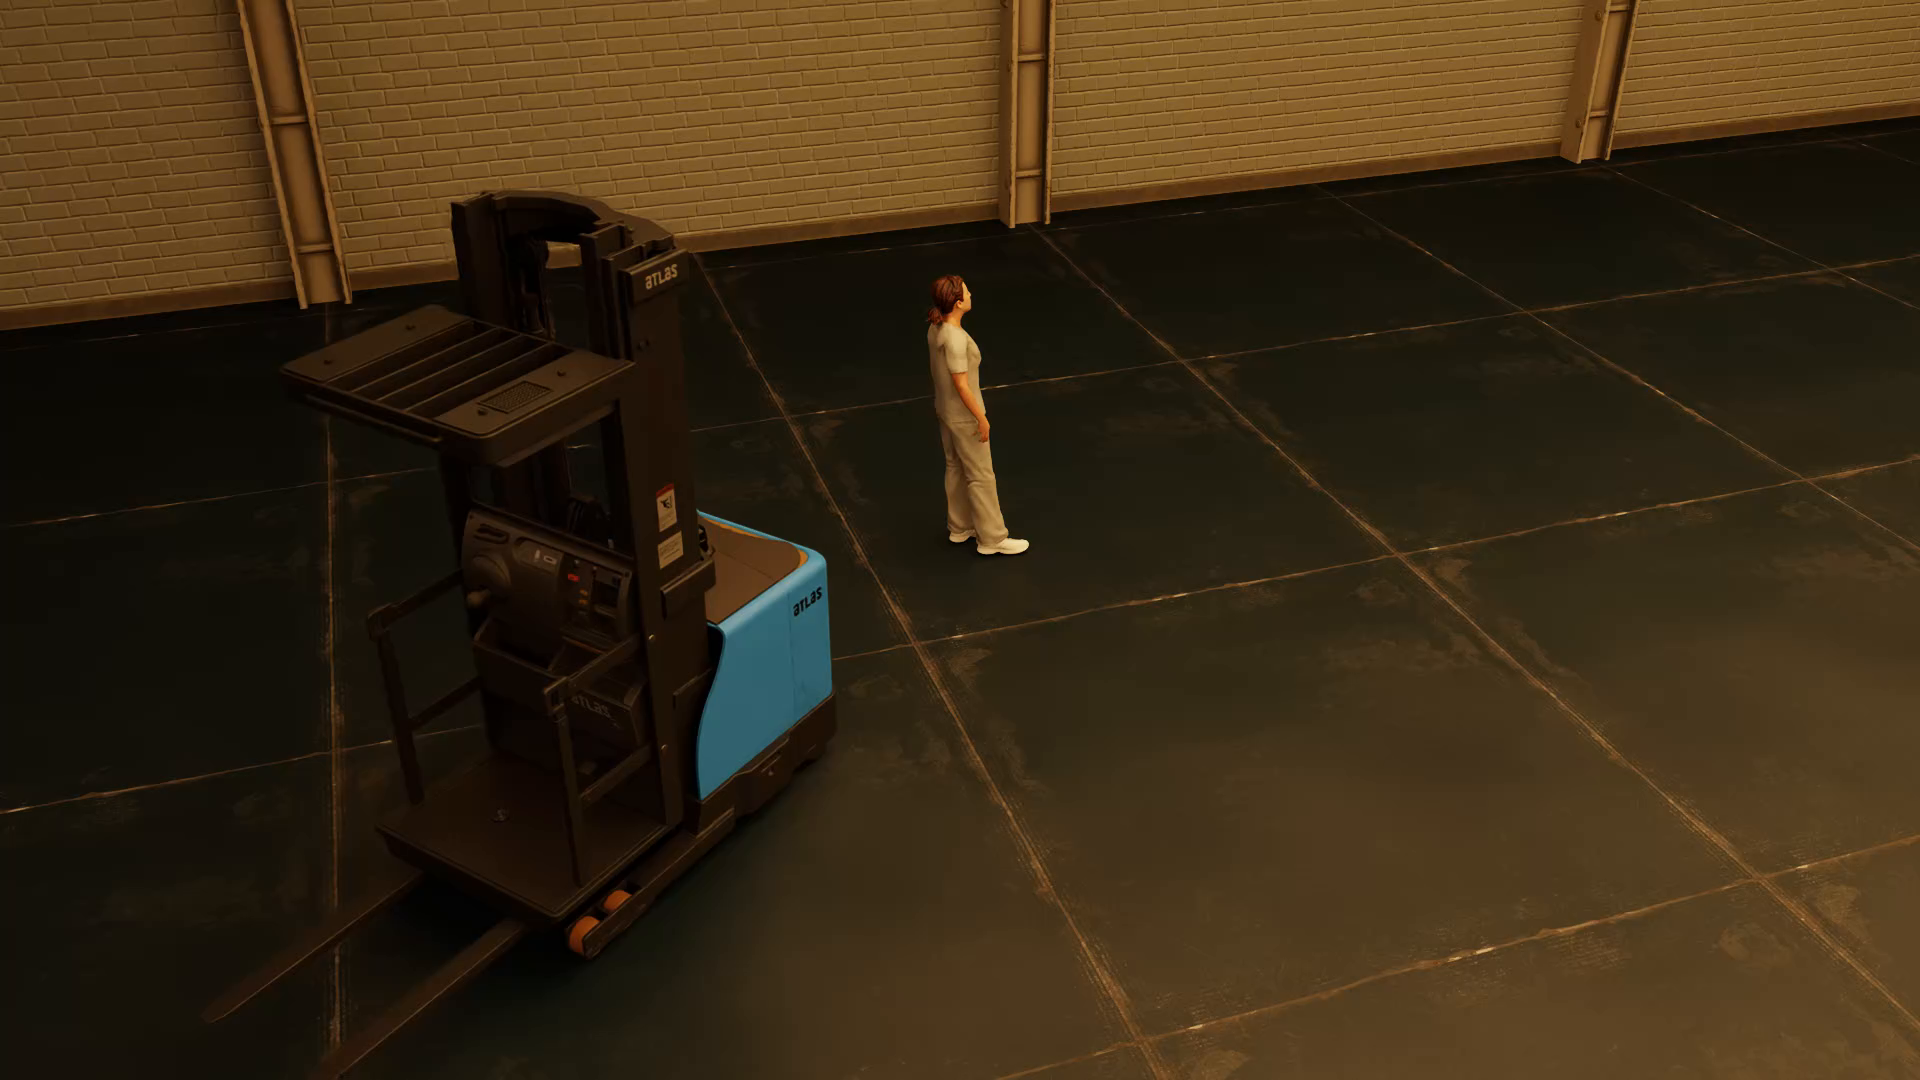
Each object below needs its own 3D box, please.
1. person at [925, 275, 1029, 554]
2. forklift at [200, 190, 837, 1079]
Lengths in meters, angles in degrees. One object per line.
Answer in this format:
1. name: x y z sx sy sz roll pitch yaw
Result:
1. person: 0.075 -0.738 9.614 0.548 1.673 0.550 -10 31 -16
2. forklift: -1.826 0.212 6.719 1.130 2.935 3.031 18 34 28
